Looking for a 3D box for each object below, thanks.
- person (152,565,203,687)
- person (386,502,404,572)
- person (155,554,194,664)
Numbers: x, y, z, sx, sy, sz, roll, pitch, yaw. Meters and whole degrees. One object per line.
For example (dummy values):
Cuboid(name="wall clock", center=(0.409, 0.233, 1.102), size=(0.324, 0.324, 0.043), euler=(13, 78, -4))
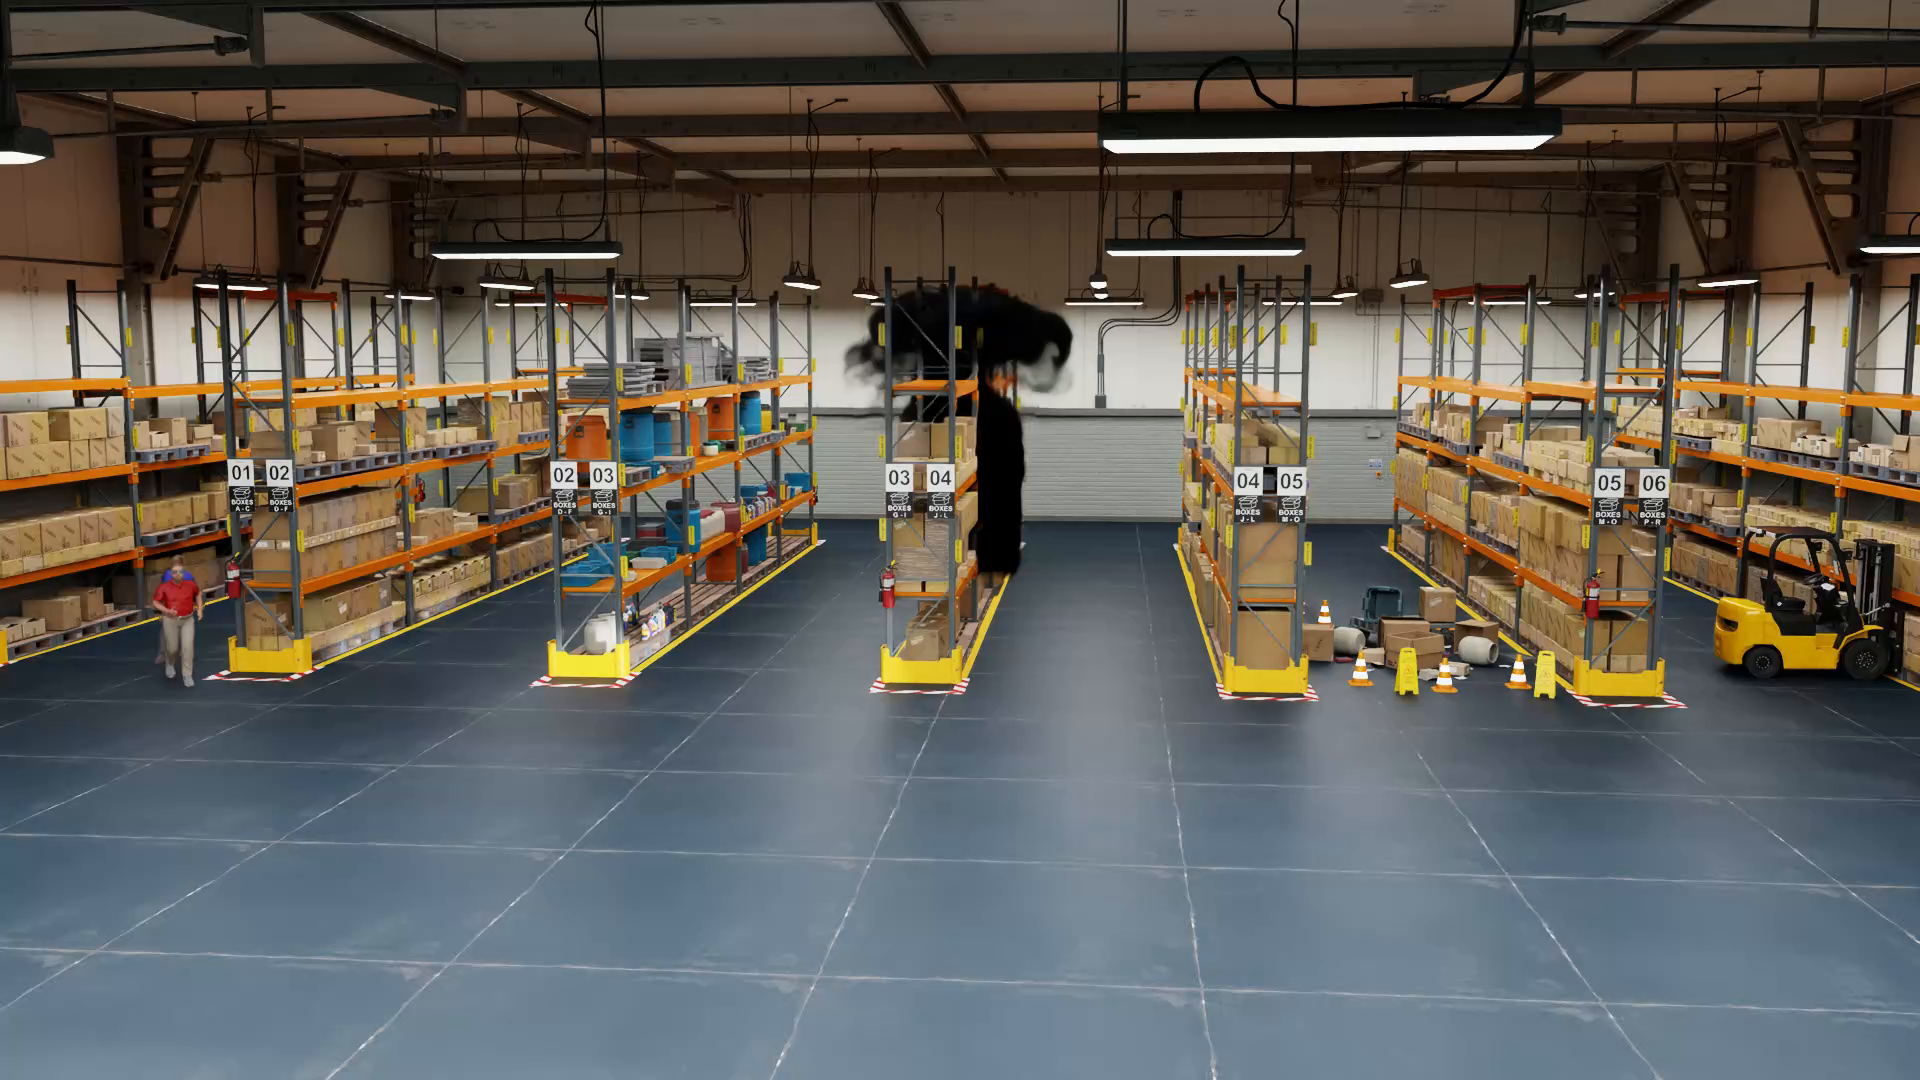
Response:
Cuboid(name="person", center=(-11.365, 1.218, 24.210), size=(0.686, 1.745, 0.848), euler=(-5, 8, -34))
Cuboid(name="person", center=(-11.175, 0.132, 33.059), size=(0.686, 1.822, 0.867), euler=(1, 7, 6))
Cuboid(name="person", center=(-12.082, 1.035, 25.677), size=(0.593, 1.630, 0.997), euler=(-1, 7, -9))
